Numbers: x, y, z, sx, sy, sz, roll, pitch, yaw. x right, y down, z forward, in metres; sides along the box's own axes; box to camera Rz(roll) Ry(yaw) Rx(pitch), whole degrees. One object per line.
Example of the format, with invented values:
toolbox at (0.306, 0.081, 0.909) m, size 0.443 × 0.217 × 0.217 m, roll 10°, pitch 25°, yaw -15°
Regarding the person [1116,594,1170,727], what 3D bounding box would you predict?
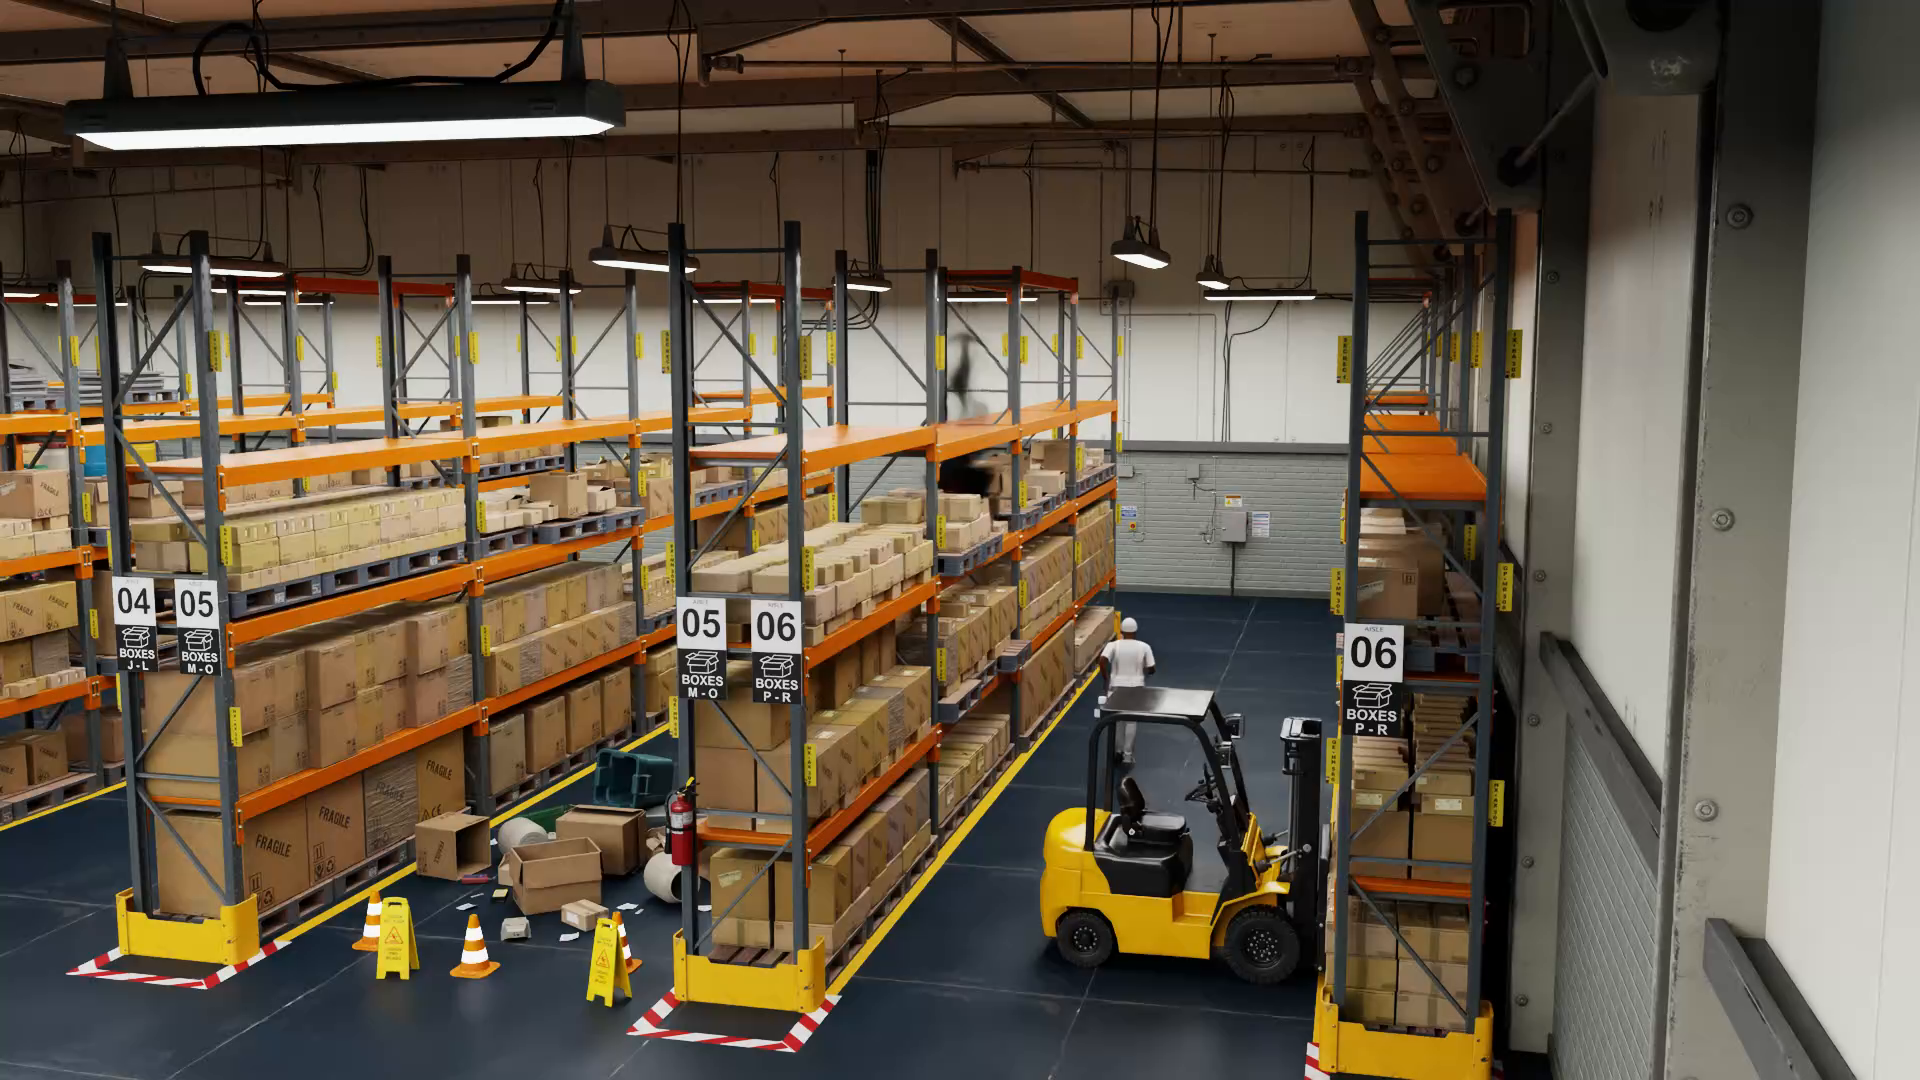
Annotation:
person at (2.439, 1.622, 22.010) m, size 0.672 × 1.824 × 0.762 m, roll 2°, pitch 7°, yaw 15°
